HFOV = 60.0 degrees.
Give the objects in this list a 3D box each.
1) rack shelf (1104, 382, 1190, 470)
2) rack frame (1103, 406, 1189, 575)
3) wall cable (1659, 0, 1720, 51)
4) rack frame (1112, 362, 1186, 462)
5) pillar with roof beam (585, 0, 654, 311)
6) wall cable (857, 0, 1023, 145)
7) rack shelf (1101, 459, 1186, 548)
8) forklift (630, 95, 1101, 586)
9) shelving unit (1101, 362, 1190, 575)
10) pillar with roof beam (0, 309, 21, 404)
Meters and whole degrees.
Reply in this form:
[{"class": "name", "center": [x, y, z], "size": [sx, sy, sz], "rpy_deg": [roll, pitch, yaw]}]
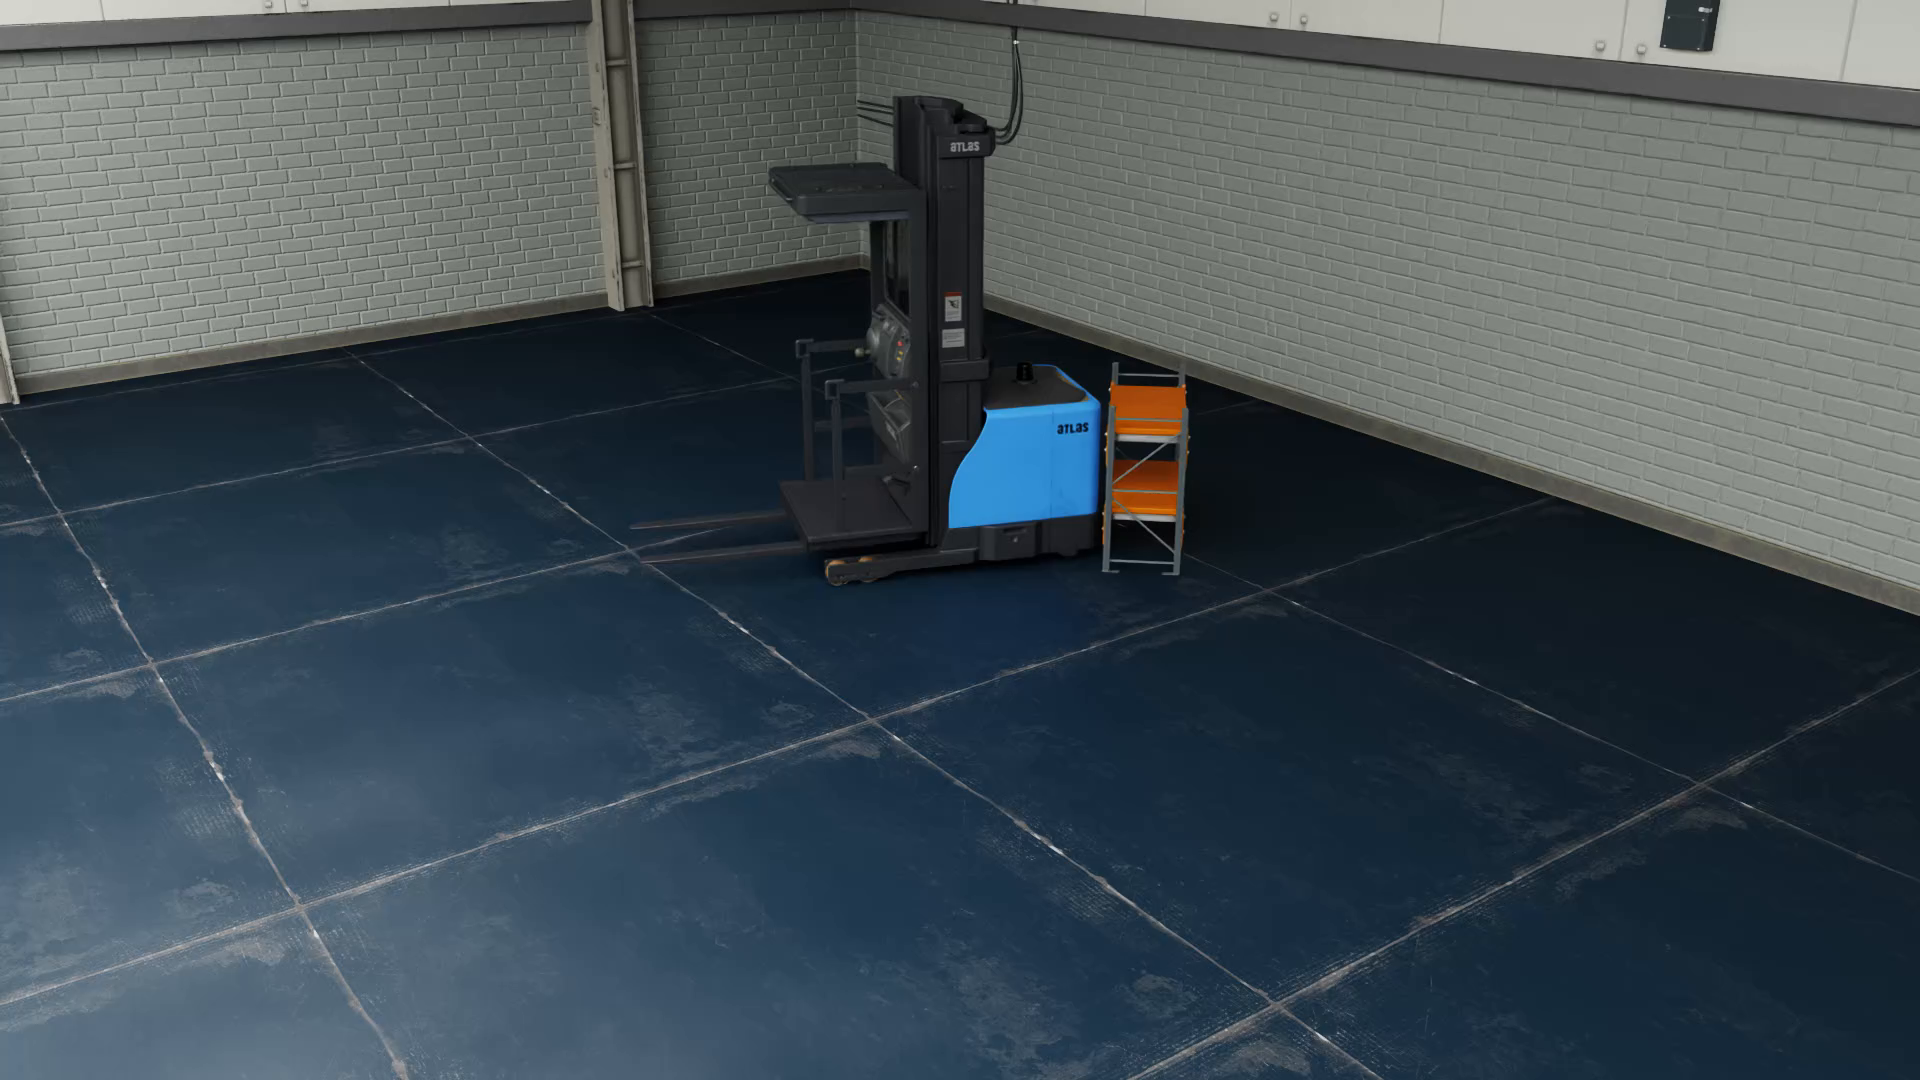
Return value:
[{"class": "rack shelf", "center": [1.240, -0.768, 11.010], "size": [0.538, 0.278, 1.000], "rpy_deg": [2, 22, 6]}, {"class": "rack frame", "center": [1.185, -0.308, 10.649], "size": [0.500, 1.125, 0.032], "rpy_deg": [2, 22, 6]}, {"class": "wall cable", "center": [5.209, -5.621, 8.752], "size": [0.169, 6.003, 2.305], "rpy_deg": [-15, 26, -33]}, {"class": "rack frame", "center": [1.293, -0.683, 11.588], "size": [0.500, 1.125, 0.032], "rpy_deg": [2, 22, 6]}, {"class": "pillar with roof beam", "center": [-0.972, -5.366, 12.702], "size": [0.400, 9.000, 9.100], "rpy_deg": [-15, 26, -33]}, {"class": "wall cable", "center": [-0.323, -5.459, 17.124], "size": [0.112, 2.526, 3.097], "rpy_deg": [-15, 26, -33]}, {"class": "rack shelf", "center": [1.238, -0.269, 11.209], "size": [0.538, 0.278, 1.000], "rpy_deg": [2, 22, 6]}, {"class": "forklift", "center": [-0.644, -1.282, 10.656], "size": [3.031, 2.935, 1.130], "rpy_deg": [-6, 23, -15]}, {"class": "shelving unit", "center": [1.239, -0.496, 11.119], "size": [0.538, 1.125, 1.048], "rpy_deg": [2, 22, 6]}, {"class": "pillar with roof beam", "center": [-5.843, -4.067, 9.447], "size": [0.400, 9.000, 9.100], "rpy_deg": [-15, 26, -33]}]
